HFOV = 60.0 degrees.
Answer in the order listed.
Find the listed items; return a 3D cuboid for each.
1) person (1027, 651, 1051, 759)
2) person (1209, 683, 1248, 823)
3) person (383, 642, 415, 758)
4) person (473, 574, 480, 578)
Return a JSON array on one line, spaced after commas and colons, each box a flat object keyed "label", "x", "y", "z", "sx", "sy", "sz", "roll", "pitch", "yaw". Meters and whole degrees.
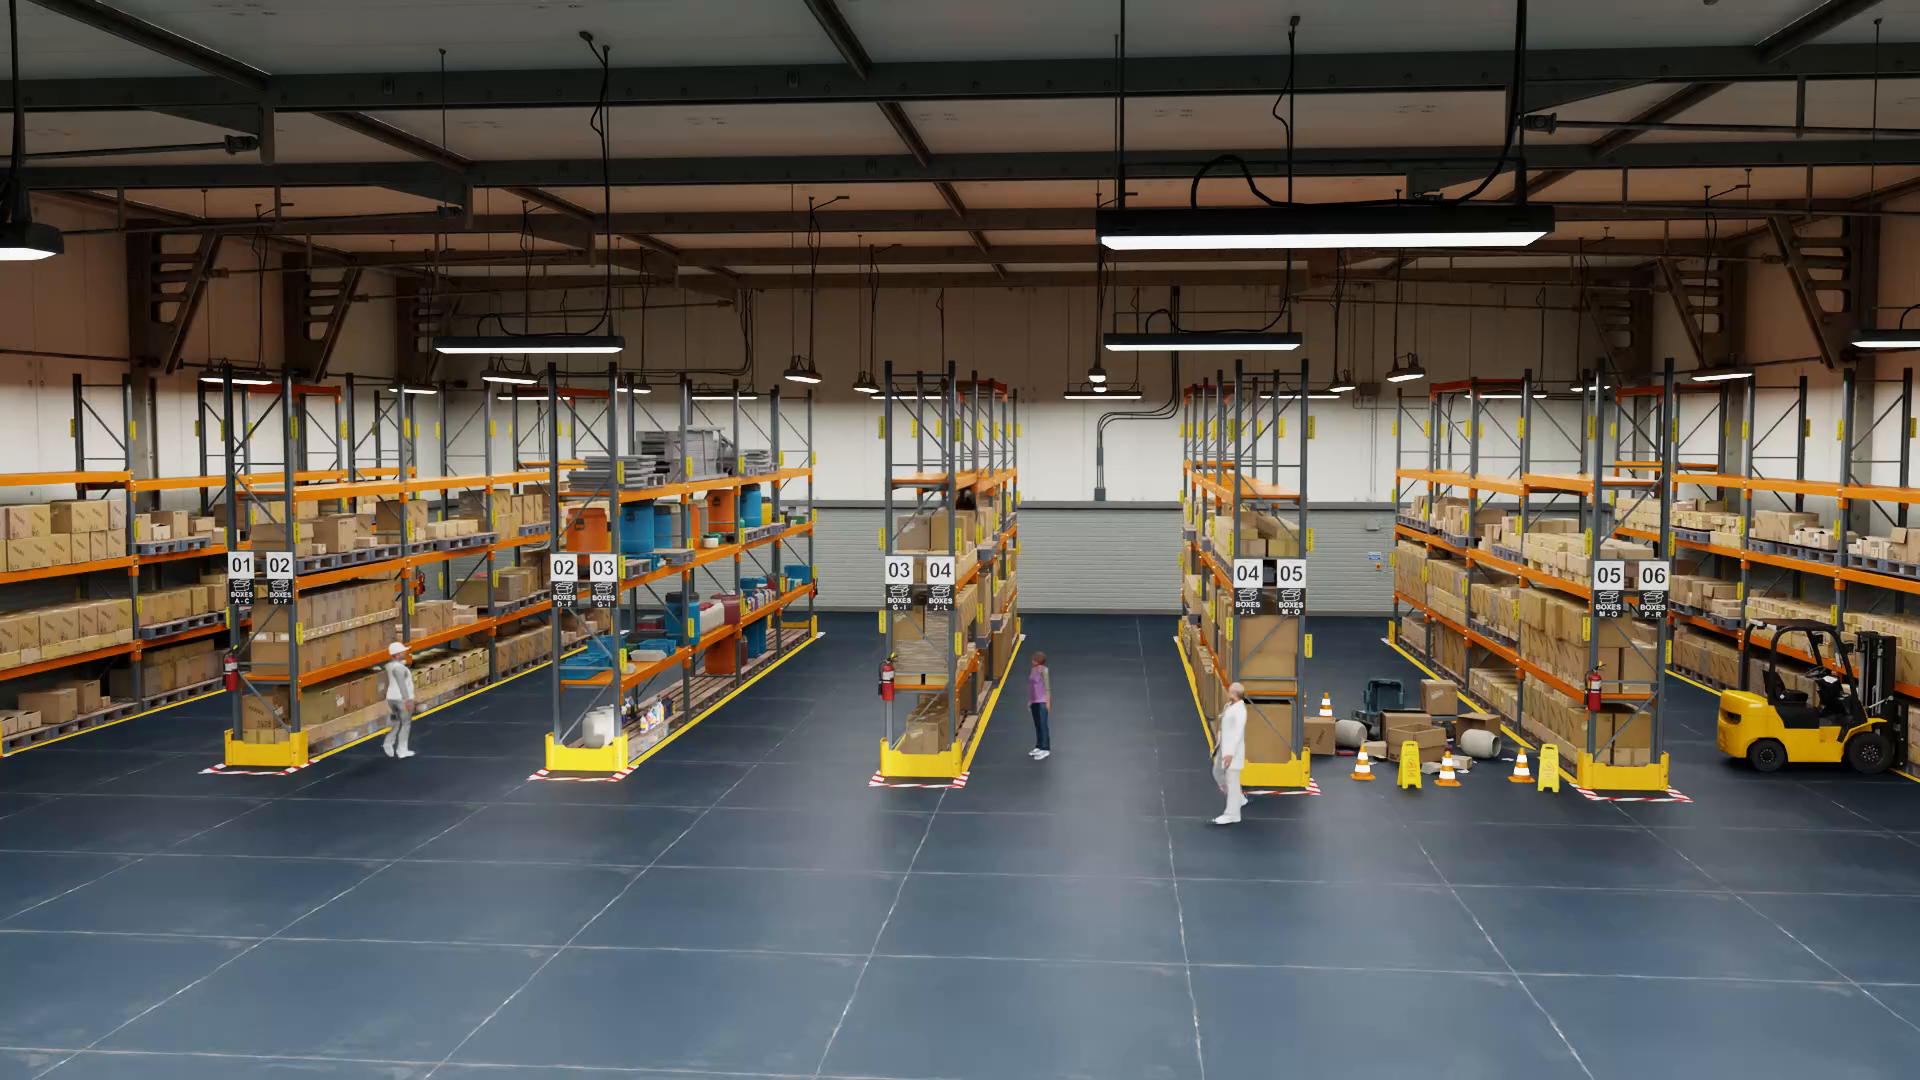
[{"label": "person", "x": 1.200, "y": 2.528, "z": 25.568, "sx": 0.388, "sy": 1.596, "sz": 0.508, "roll": -2, "pitch": 4, "yaw": -30}, {"label": "person", "x": 3.473, "y": 2.700, "z": 21.341, "sx": 0.565, "sy": 1.776, "sz": 0.663, "roll": -1, "pitch": 4, "yaw": -11}, {"label": "person", "x": -8.555, "y": 2.433, "z": 25.360, "sx": 0.545, "sy": 1.766, "sz": 0.481, "roll": 3, "pitch": 5, "yaw": 34}, {"label": "person", "x": -10.924, "y": 1.640, "z": 37.512, "sx": 0.483, "sy": 1.753, "sz": 0.947, "roll": 1, "pitch": 4, "yaw": 8}]
